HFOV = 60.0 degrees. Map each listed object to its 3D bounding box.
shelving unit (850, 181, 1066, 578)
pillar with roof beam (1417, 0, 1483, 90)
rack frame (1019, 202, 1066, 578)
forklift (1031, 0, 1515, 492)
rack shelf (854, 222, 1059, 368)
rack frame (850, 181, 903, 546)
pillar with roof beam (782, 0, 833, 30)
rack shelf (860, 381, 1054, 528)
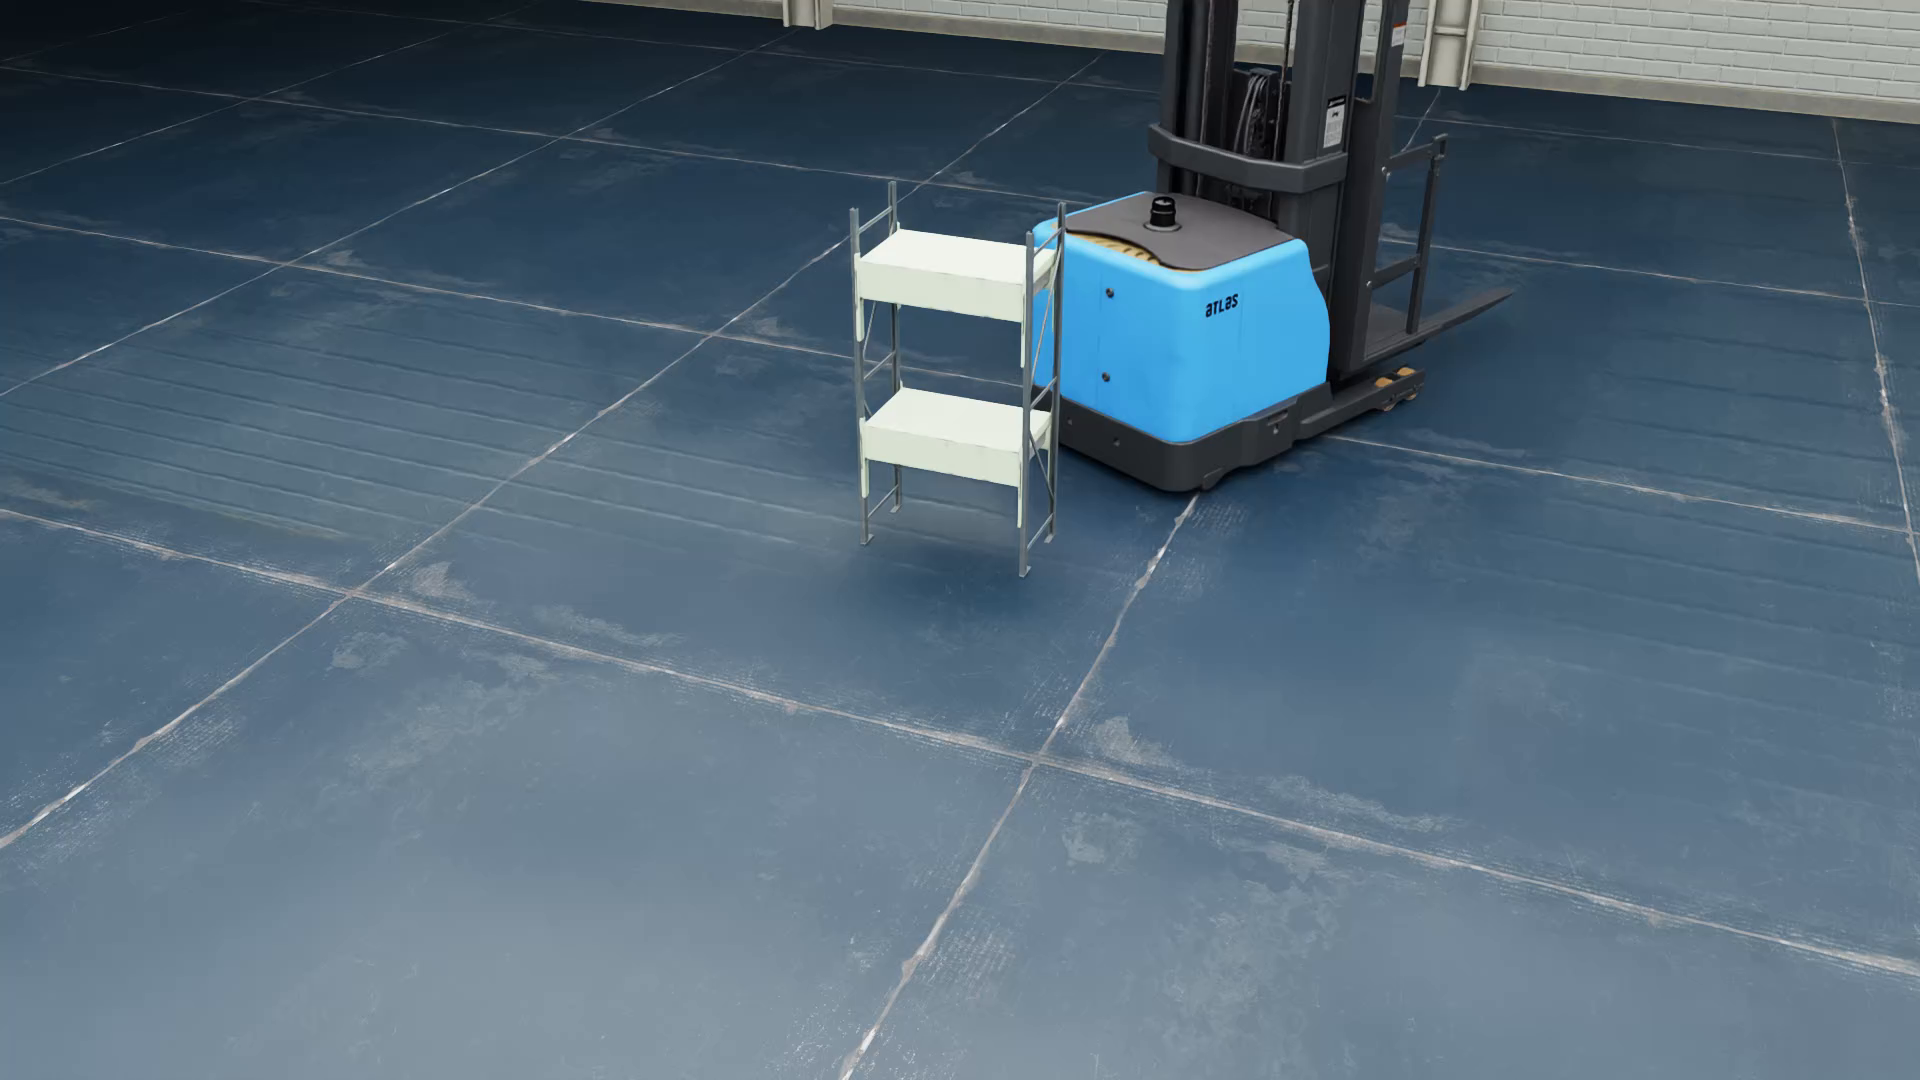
[{"bbox_3d":[-0.006,-0.654,6.883,0.755,1.500,0.431,11,31,19],"label":"shelving unit"},{"bbox_3d":[2.482,-5.818,8.399,0.400,9.000,9.100,11,31,19],"label":"pillar with roof beam"},{"bbox_3d":[0.333,-0.586,6.763,0.023,1.500,0.400,11,31,19],"label":"rack frame"},{"bbox_3d":[1.743,-2.098,7.983,3.031,2.935,1.130,-24,37,-36],"label":"forklift"},{"bbox_3d":[-0.006,-0.994,6.691,0.720,0.370,0.431,11,31,19],"label":"rack shelf"},{"bbox_3d":[-0.345,-0.722,7.003,0.023,1.500,0.400,11,31,19],"label":"rack frame"},{"bbox_3d":[-3.078,-6.928,10.363,0.400,9.000,9.100,11,31,19],"label":"pillar with roof beam"},{"bbox_3d":[-0.006,-0.370,7.044,0.720,0.370,0.431,11,31,19],"label":"rack shelf"}]
